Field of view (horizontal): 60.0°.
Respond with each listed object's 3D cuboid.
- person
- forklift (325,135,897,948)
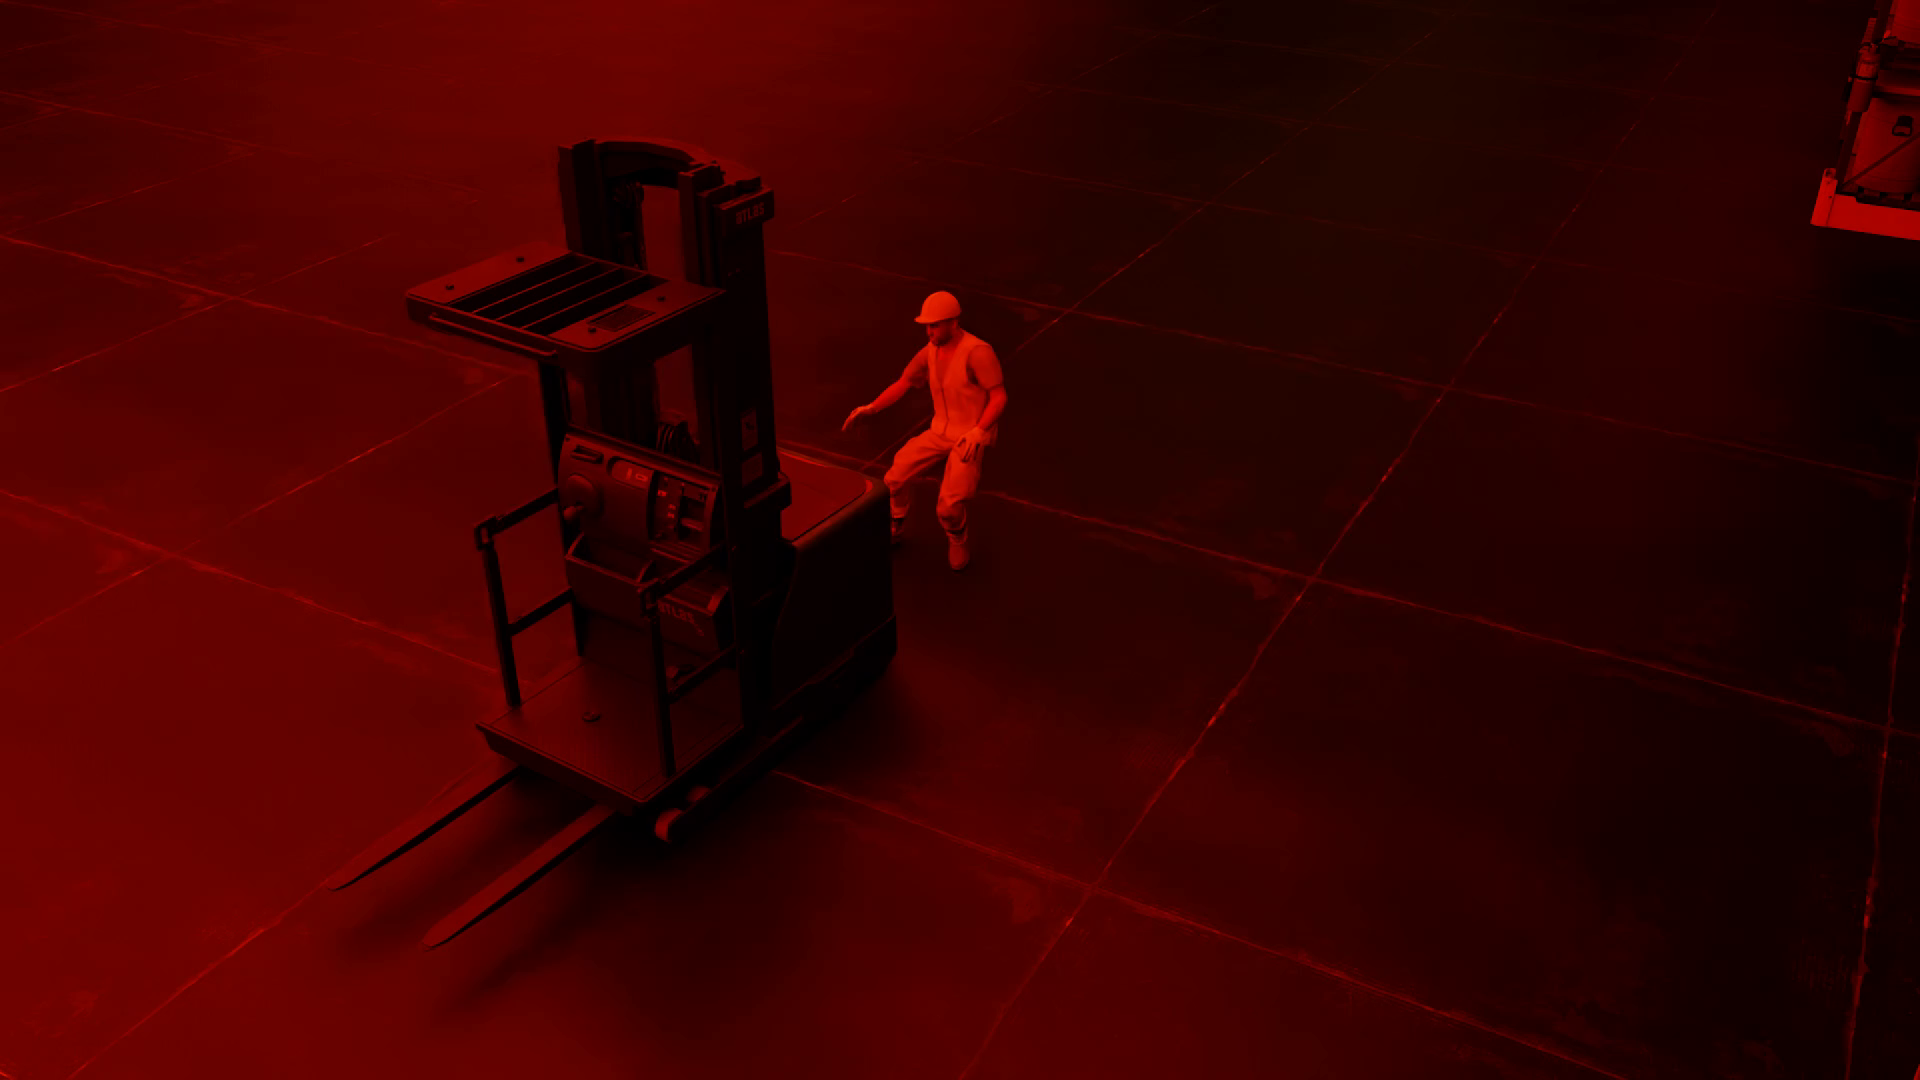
[{"bbox_3d":[-0.142,-0.574,9.377,0.690,1.627,0.863,-26,39,-38],"label":"person"},{"bbox_3d":[-1.571,-0.153,7.336,1.130,2.935,3.031,18,35,29],"label":"forklift"}]
